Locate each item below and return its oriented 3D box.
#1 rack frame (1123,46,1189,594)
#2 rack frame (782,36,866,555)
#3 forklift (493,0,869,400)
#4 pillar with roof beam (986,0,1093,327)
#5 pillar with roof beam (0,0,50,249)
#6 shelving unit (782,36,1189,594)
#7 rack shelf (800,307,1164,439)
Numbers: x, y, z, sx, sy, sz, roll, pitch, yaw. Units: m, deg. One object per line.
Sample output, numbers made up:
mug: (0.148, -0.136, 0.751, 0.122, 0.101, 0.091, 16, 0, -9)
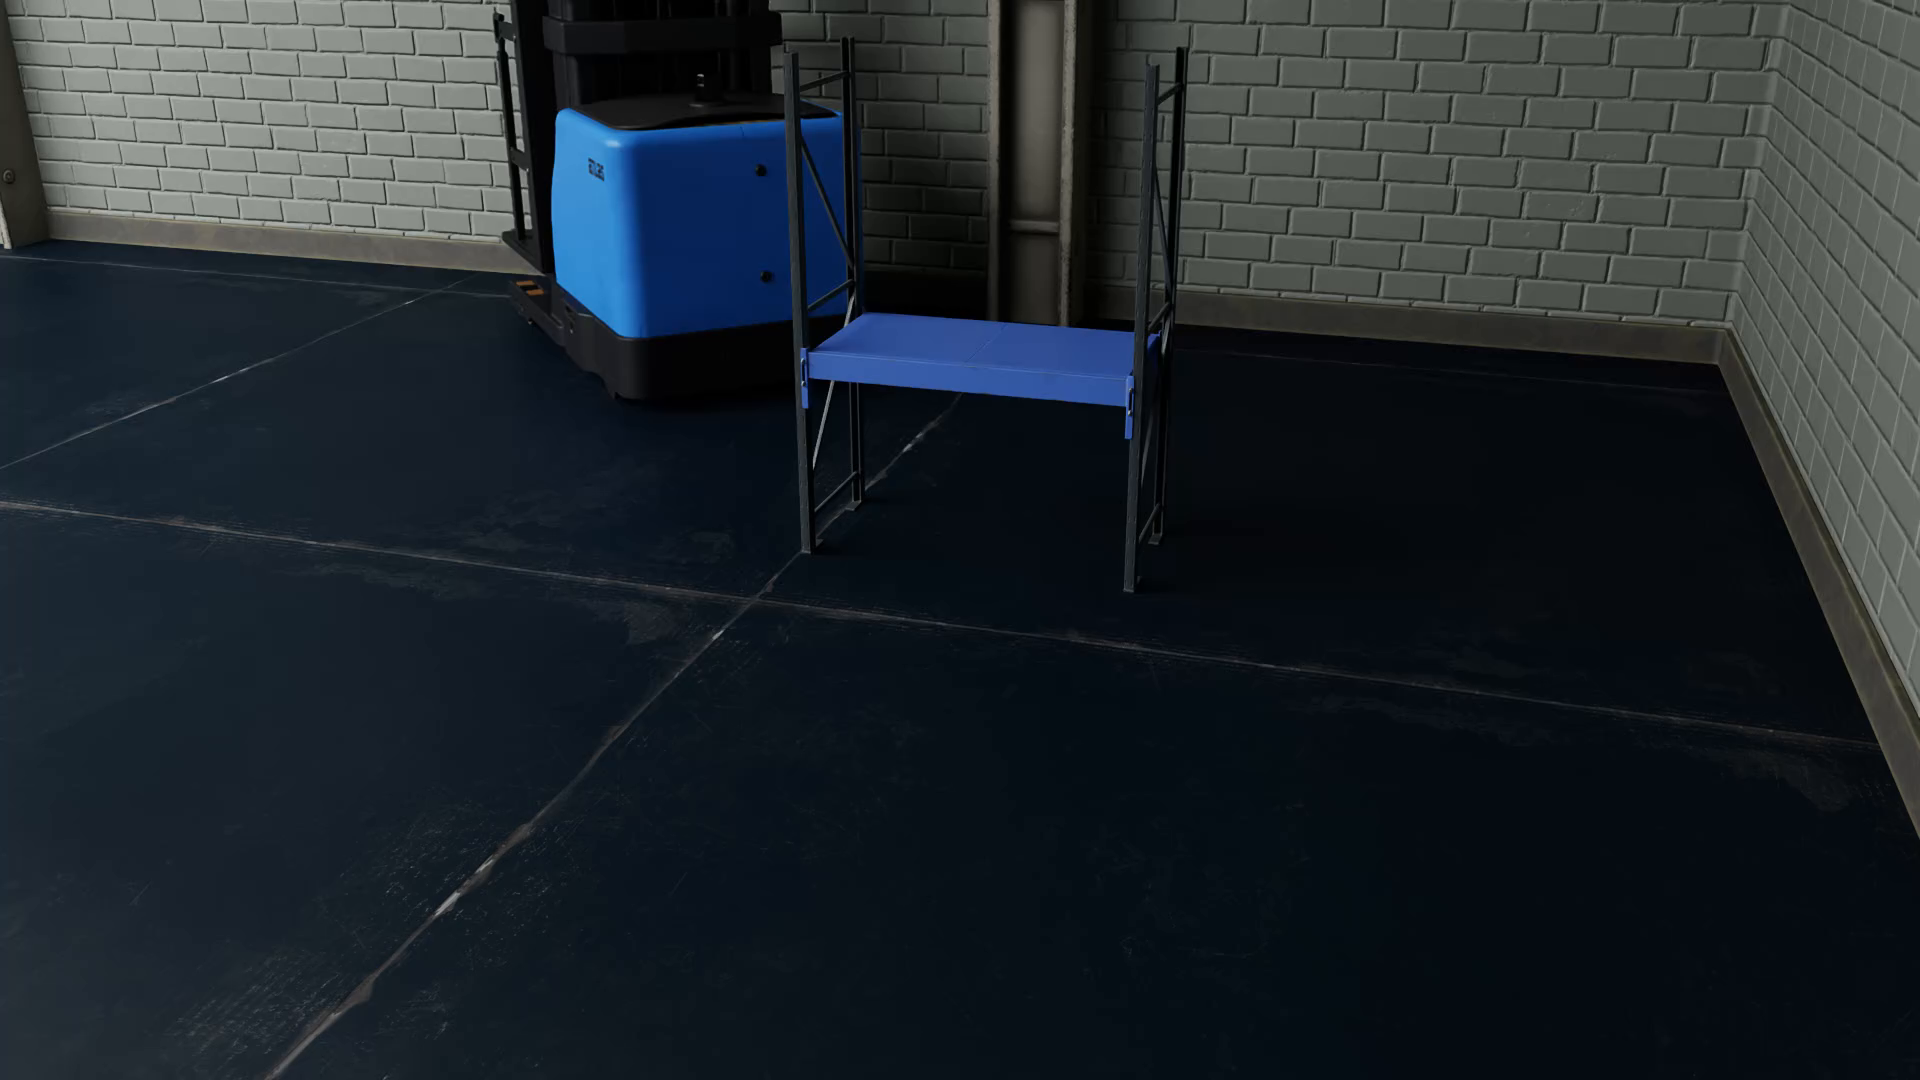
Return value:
rack frame: (0.568, -0.629, 4.827, 0.032, 1.500, 0.500, 7, 23, 16)
rack frame: (-0.405, -0.740, 5.098, 0.032, 1.500, 0.500, 7, 23, 16)
forklift: (-1.481, -2.417, 7.301, 1.130, 2.935, 3.031, -11, 25, -24)
pillar with roof beam: (-0.889, -3.630, 2.263, 0.400, 9.000, 9.100, 7, 23, 16)
pillar with roof beam: (-6.634, -4.288, 3.866, 0.400, 9.000, 9.100, 7, 23, 16)
shelving unit: (0.082, -0.685, 4.963, 1.048, 1.500, 0.538, 7, 23, 16)
rack shelf: (0.082, -0.518, 5.031, 1.000, 0.185, 0.538, 7, 23, 16)
